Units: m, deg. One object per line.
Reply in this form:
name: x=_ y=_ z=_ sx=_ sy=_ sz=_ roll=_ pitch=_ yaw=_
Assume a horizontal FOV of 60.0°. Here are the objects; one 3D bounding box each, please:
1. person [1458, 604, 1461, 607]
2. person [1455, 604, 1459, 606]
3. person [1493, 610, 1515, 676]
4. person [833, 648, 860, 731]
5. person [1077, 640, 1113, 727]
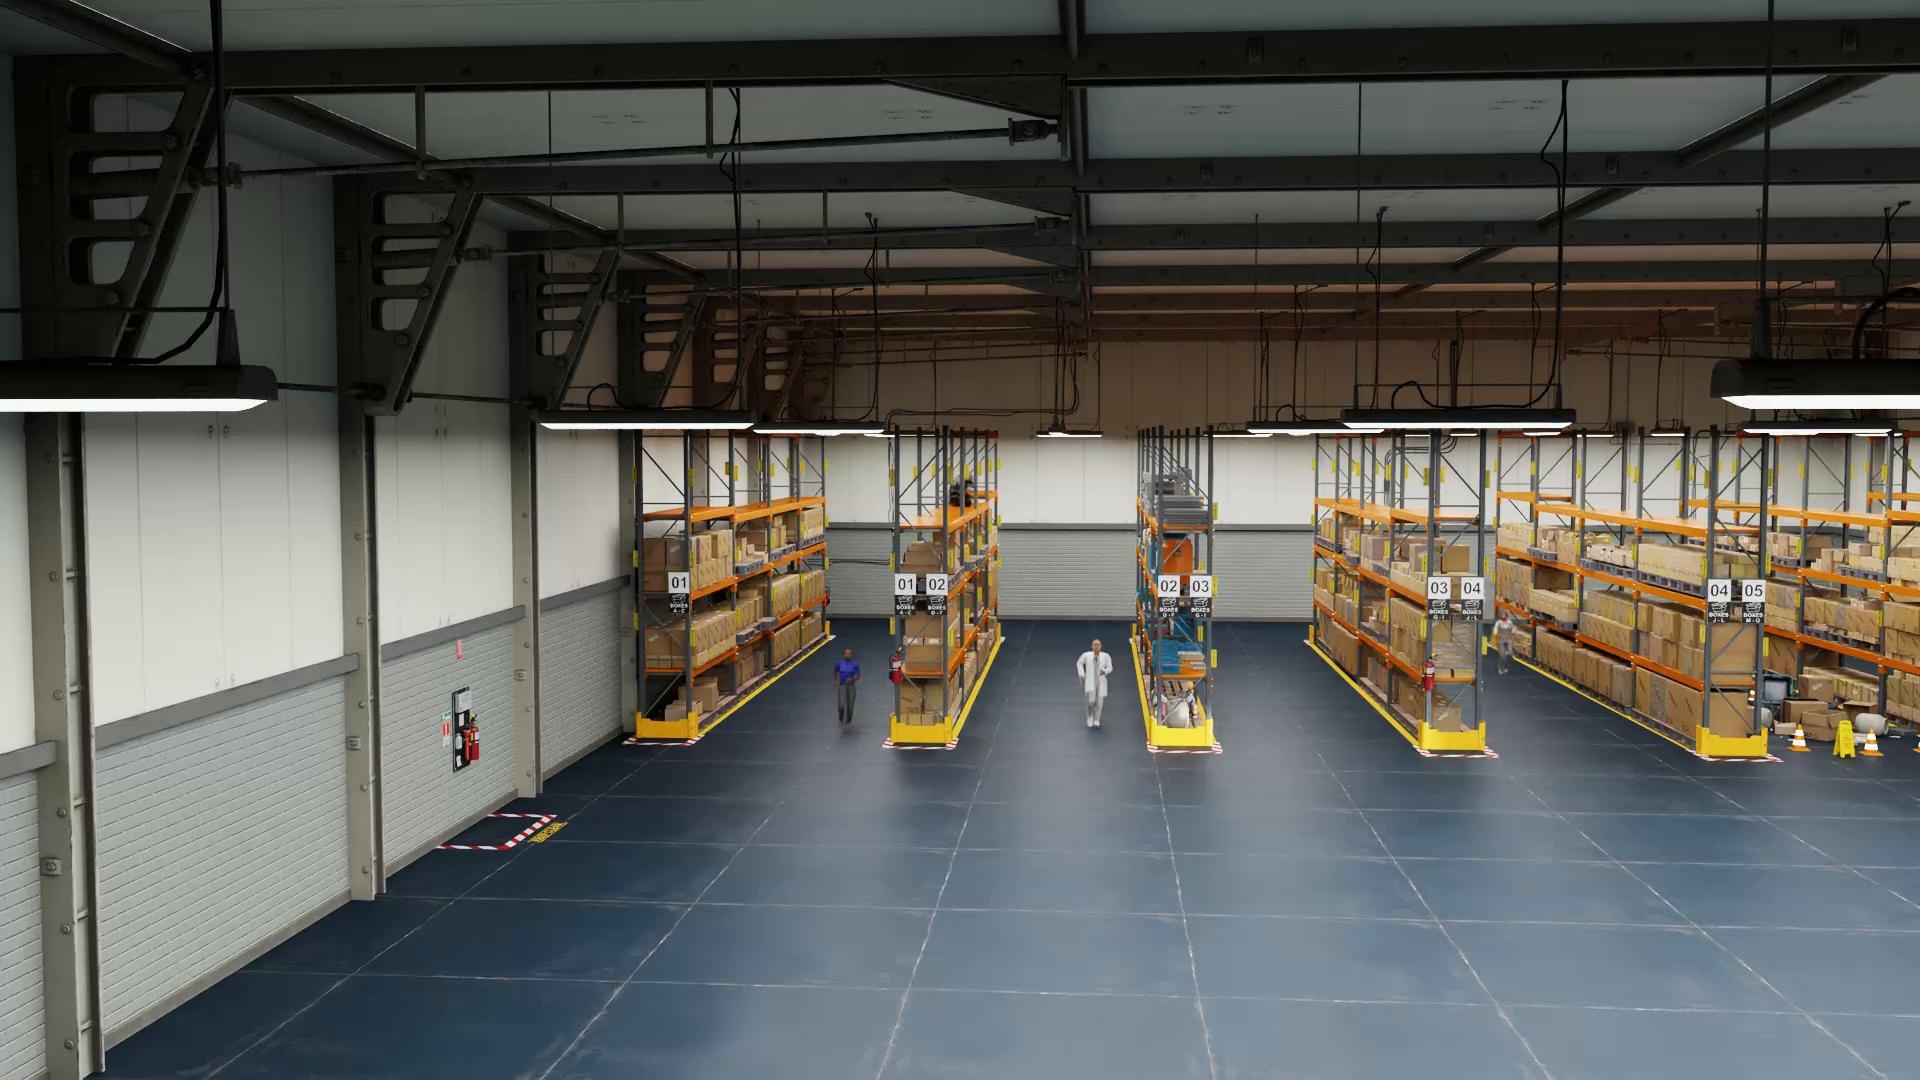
person: x=13.449 y=2.261 z=44.177 sx=0.615 sy=1.668 sz=0.818 roll=0 pitch=3 yaw=8
person: x=14.132 y=2.063 z=46.720 sx=0.705 sy=1.818 sz=0.680 roll=-3 pitch=5 yaw=-43
person: x=13.246 y=2.504 z=40.435 sx=0.545 sy=1.578 sz=0.629 roll=1 pitch=3 yaw=9
person: x=-2.227 y=2.936 z=32.689 sx=0.540 sy=1.632 sz=0.652 roll=0 pitch=3 yaw=-2
person: x=2.692 y=2.854 z=32.993 sx=0.685 sy=1.747 sz=0.712 roll=0 pitch=3 yaw=-3
